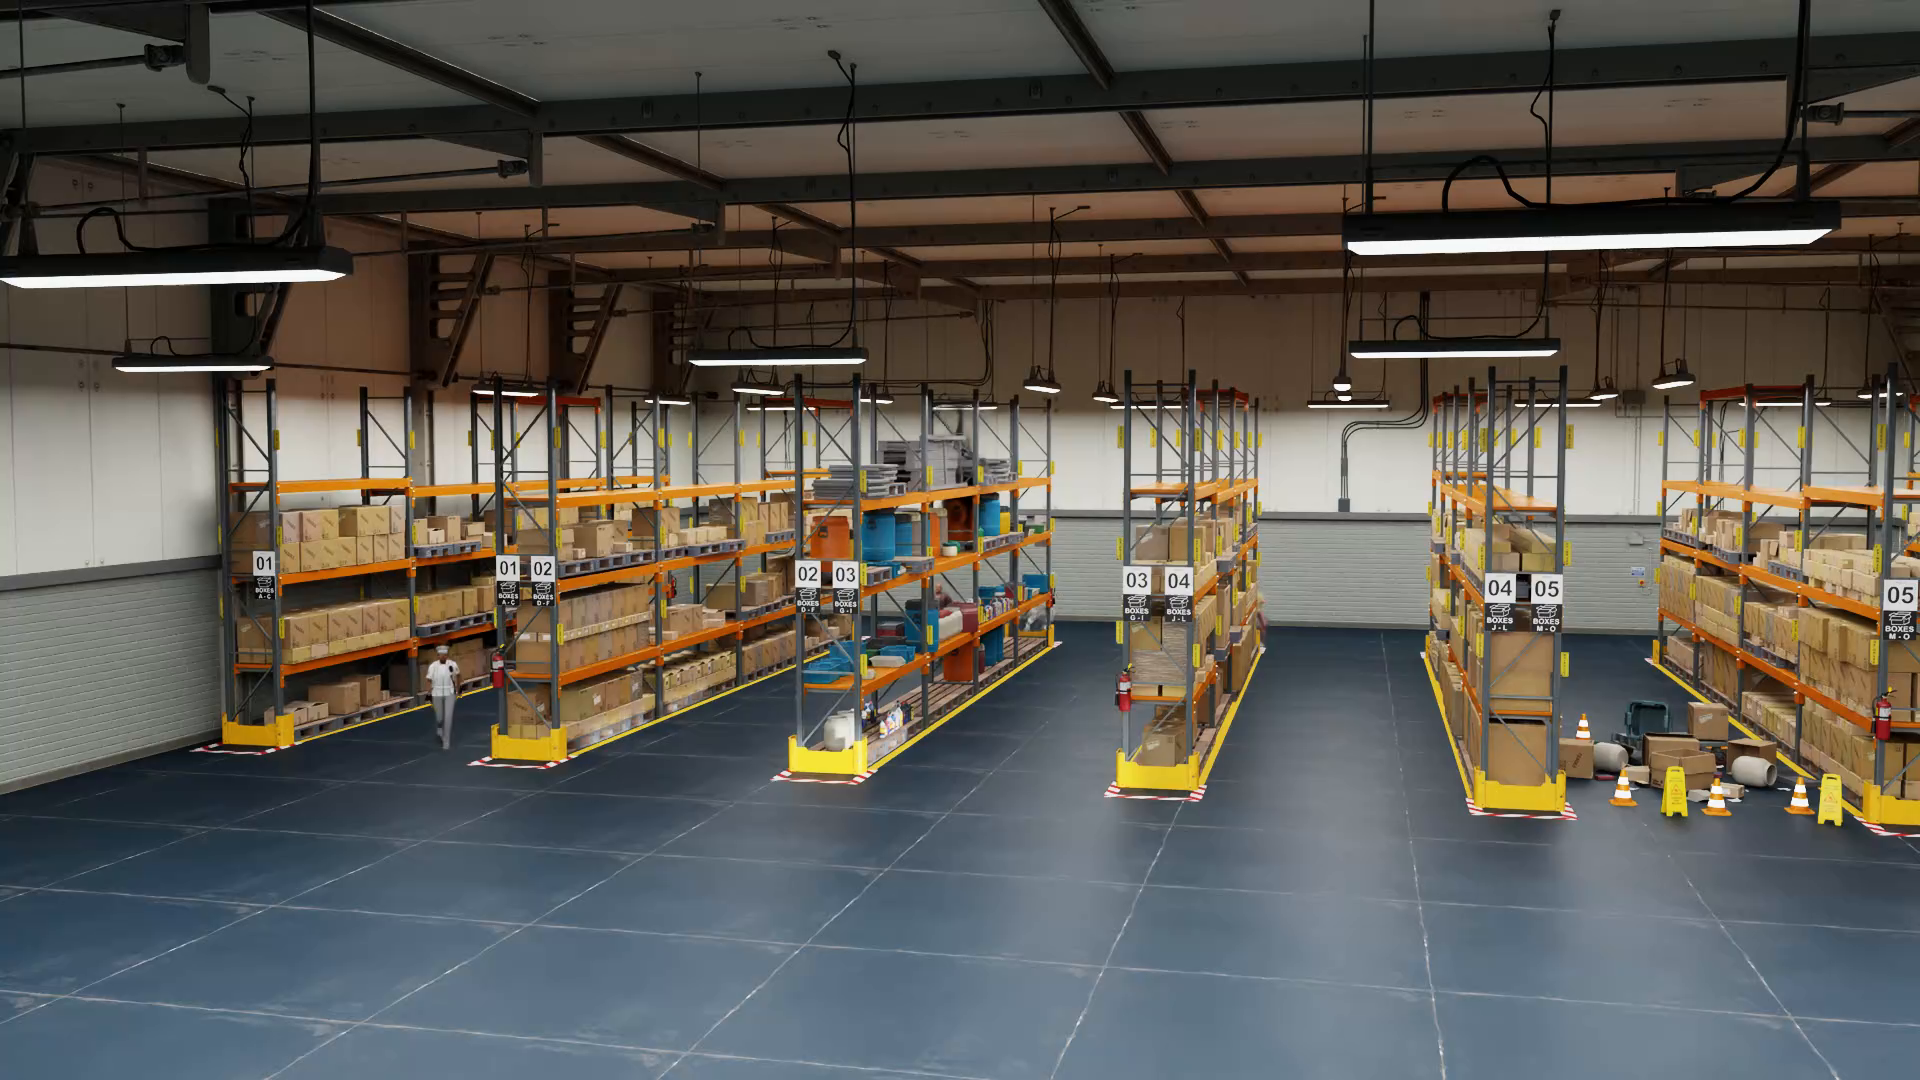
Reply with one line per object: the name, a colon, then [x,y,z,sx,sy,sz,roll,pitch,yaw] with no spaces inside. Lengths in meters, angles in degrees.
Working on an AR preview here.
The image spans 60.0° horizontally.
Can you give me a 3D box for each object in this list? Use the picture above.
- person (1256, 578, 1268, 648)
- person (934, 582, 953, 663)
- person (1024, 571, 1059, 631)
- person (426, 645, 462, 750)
person: [7.160,1.771,40.296,0.546,1.733,0.768,-3,4,-40]
person: [-0.484,1.844,37.699,0.716,1.784,0.962,1,4,12]
person: [2.107,1.633,42.652,1.021,1.718,0.706,2,4,35]
person: [-8.460,2.541,27.262,0.567,1.679,0.828,-1,4,-16]
